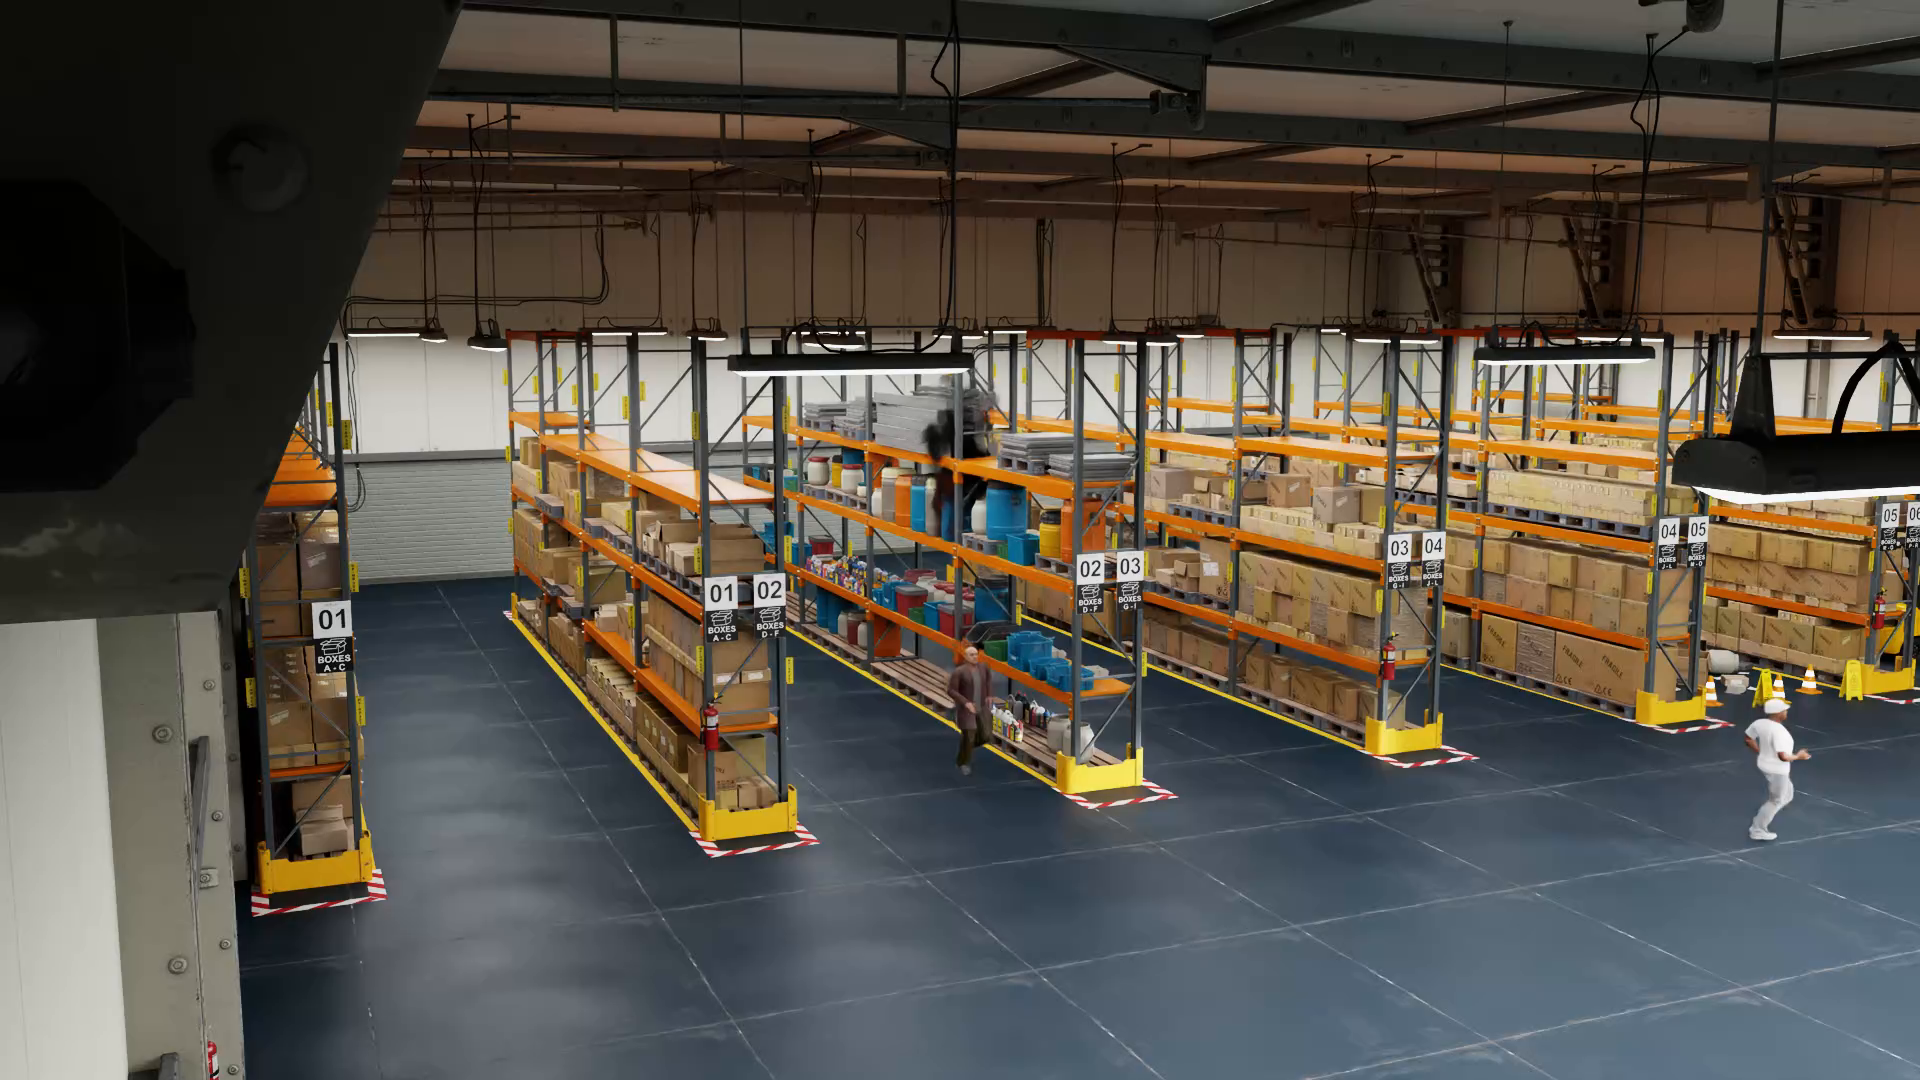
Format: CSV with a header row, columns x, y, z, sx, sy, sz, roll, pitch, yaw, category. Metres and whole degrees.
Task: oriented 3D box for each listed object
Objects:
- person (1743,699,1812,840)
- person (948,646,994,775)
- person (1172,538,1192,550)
x,y,z,sx,sy,sz,roll,pitch,yaw,category
9.826,2.761,19.968,0.626,1.749,0.680,1,8,5,person
0.179,2.371,22.263,0.741,1.549,0.691,-4,9,-28,person
5.535,-0.146,41.649,0.787,1.640,0.674,4,9,27,person
